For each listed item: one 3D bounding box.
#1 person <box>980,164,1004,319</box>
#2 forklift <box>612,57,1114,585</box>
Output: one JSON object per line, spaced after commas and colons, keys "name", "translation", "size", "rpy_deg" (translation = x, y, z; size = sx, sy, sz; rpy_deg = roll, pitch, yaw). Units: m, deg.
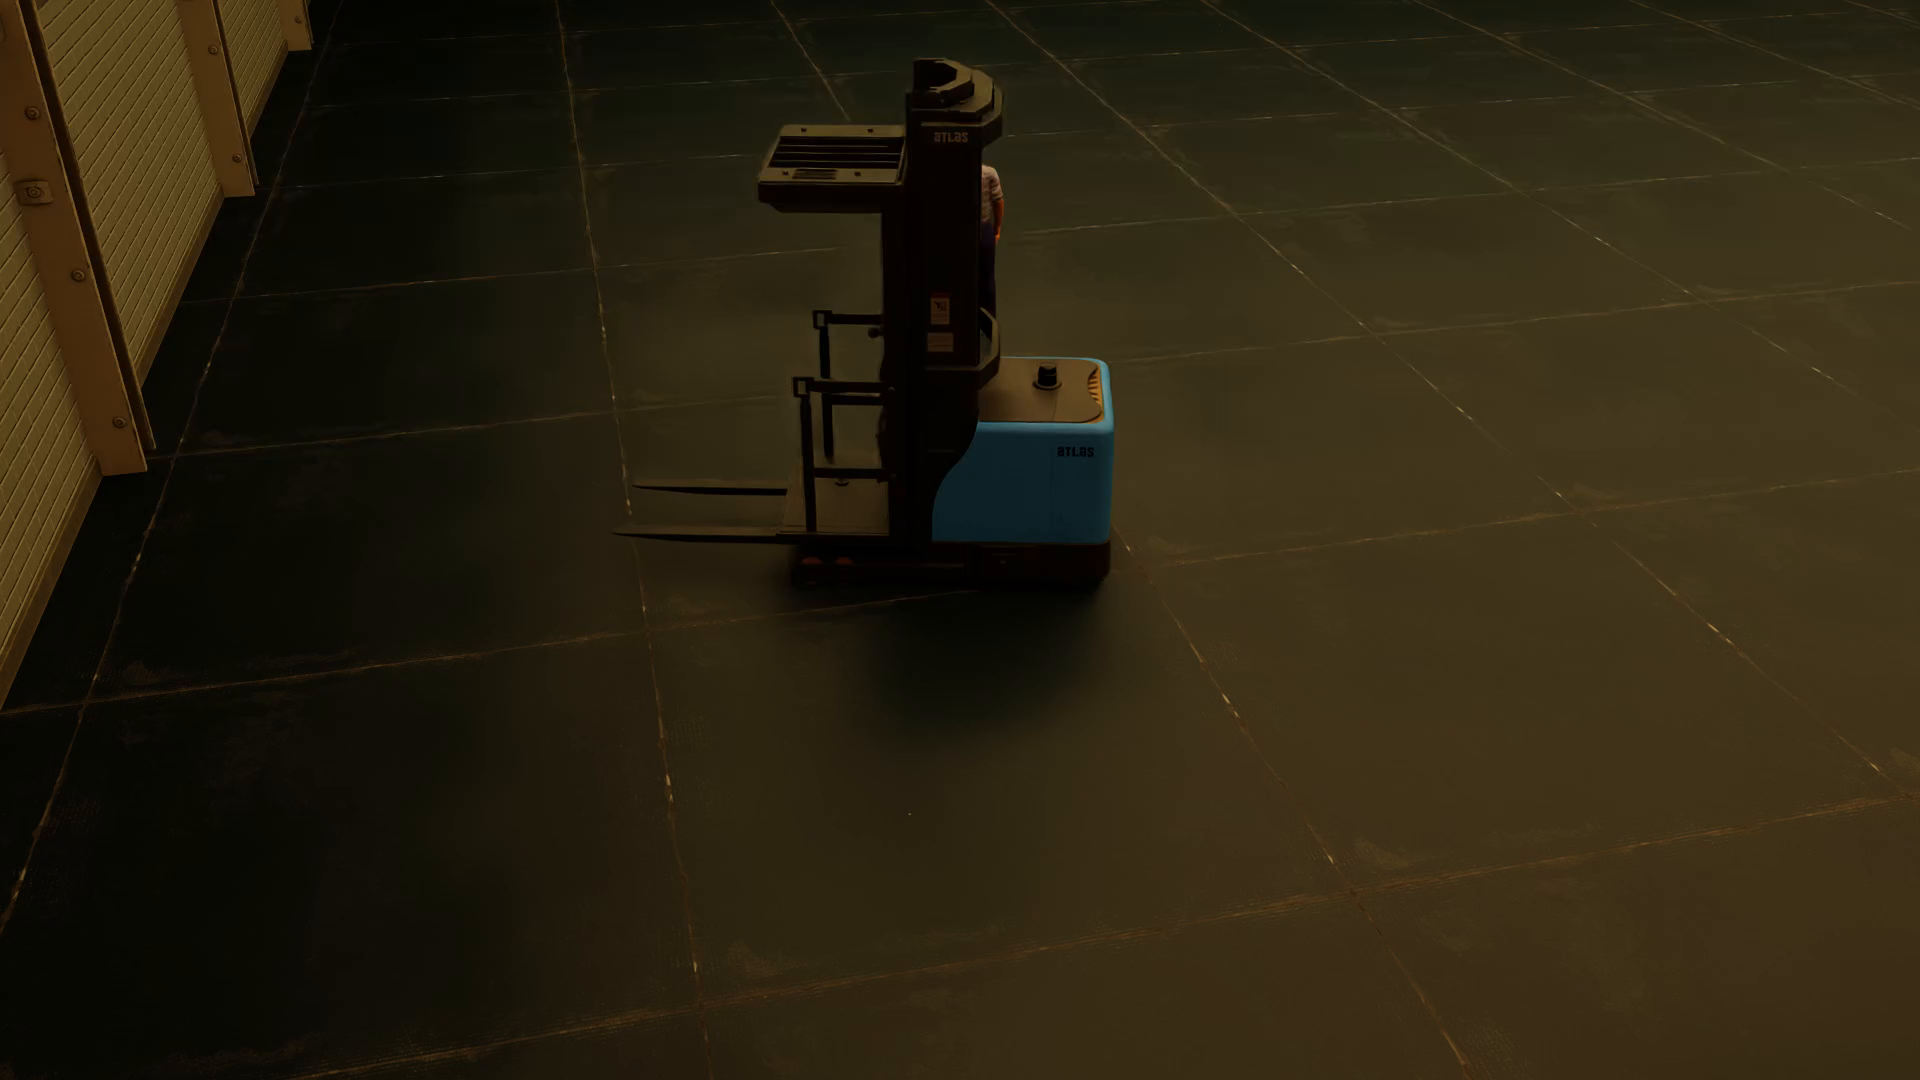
{"name": "person", "translation": [0.051, -2.381, 12.963], "size": [0.598, 1.643, 0.502], "rpy_deg": [-10, 32, -17]}
{"name": "forklift", "translation": [-0.599, -1.259, 9.749], "size": [3.031, 2.935, 1.130], "rpy_deg": [1, 30, 2]}
